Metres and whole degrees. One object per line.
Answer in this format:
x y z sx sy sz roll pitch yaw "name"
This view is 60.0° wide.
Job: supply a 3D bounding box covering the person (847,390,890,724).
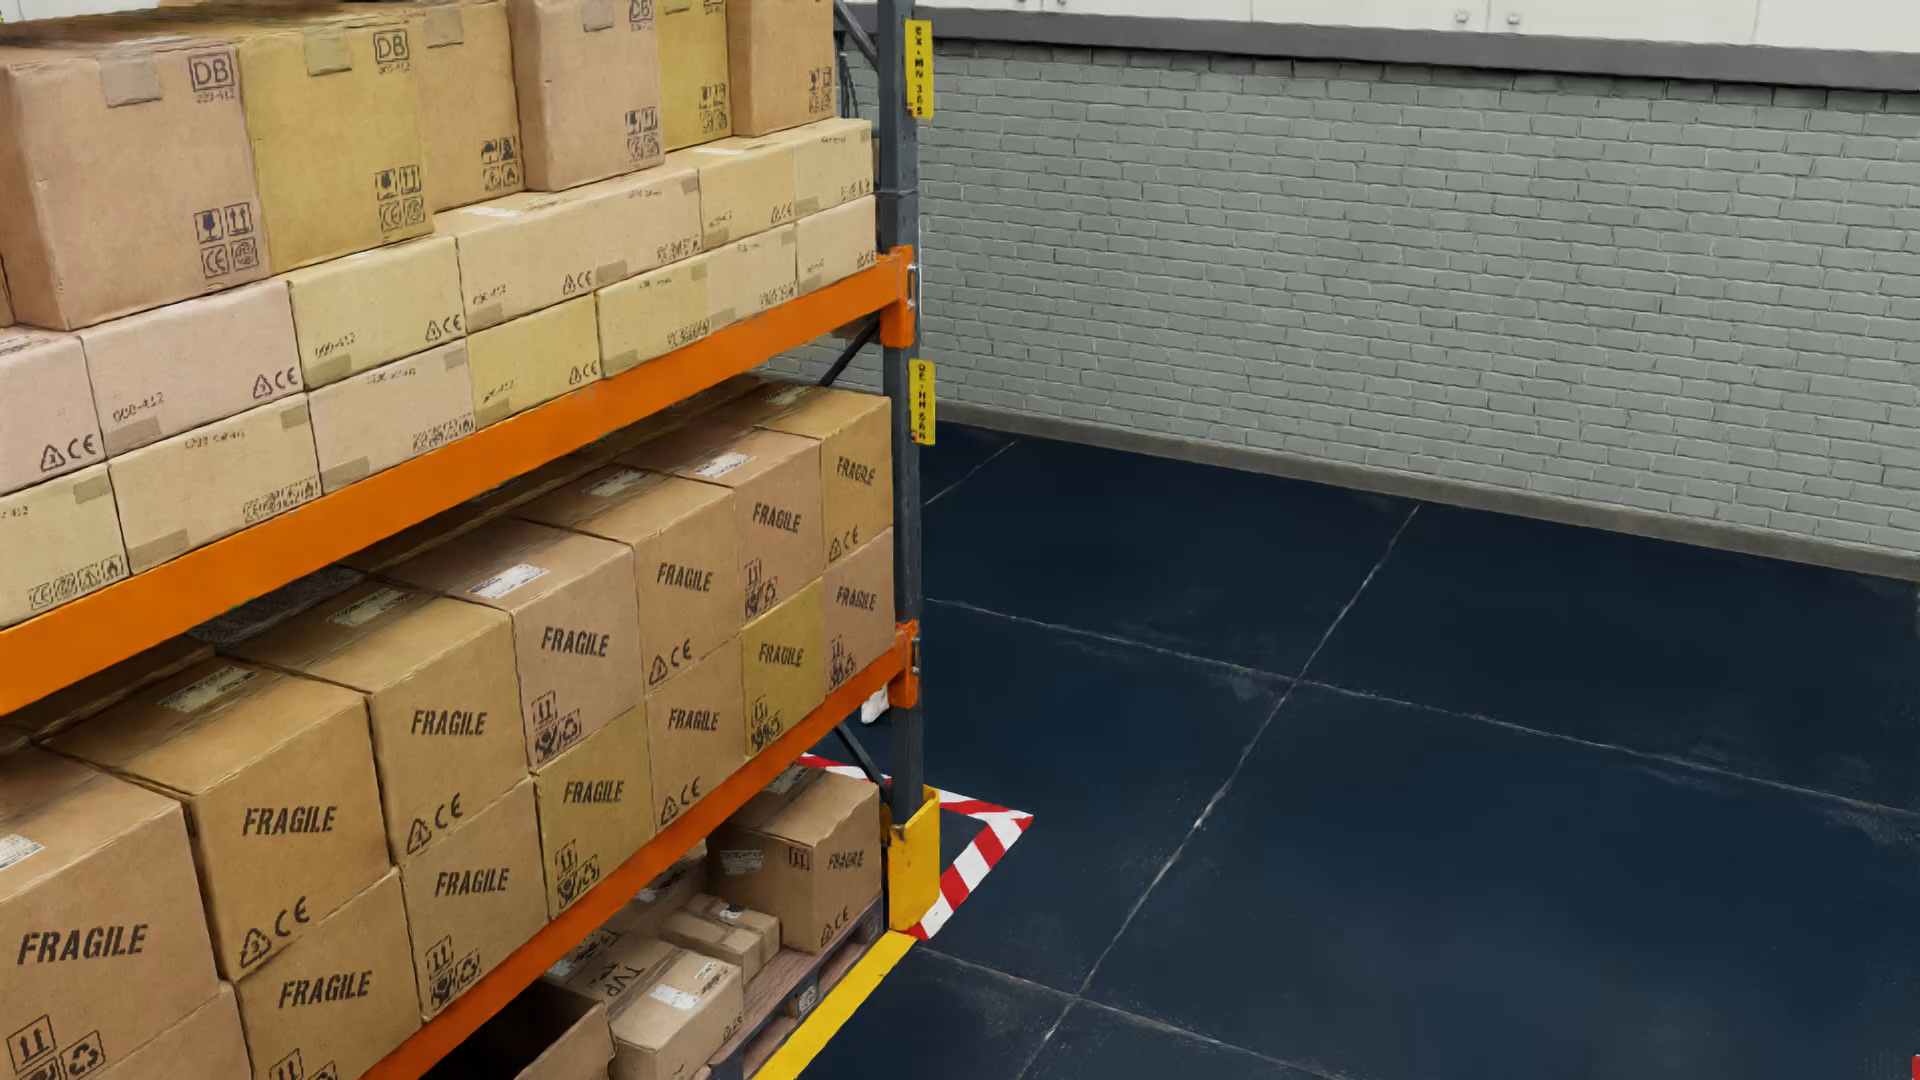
-0.508 0.075 8.378 0.478 1.650 0.651 -9 24 -21 "person"
